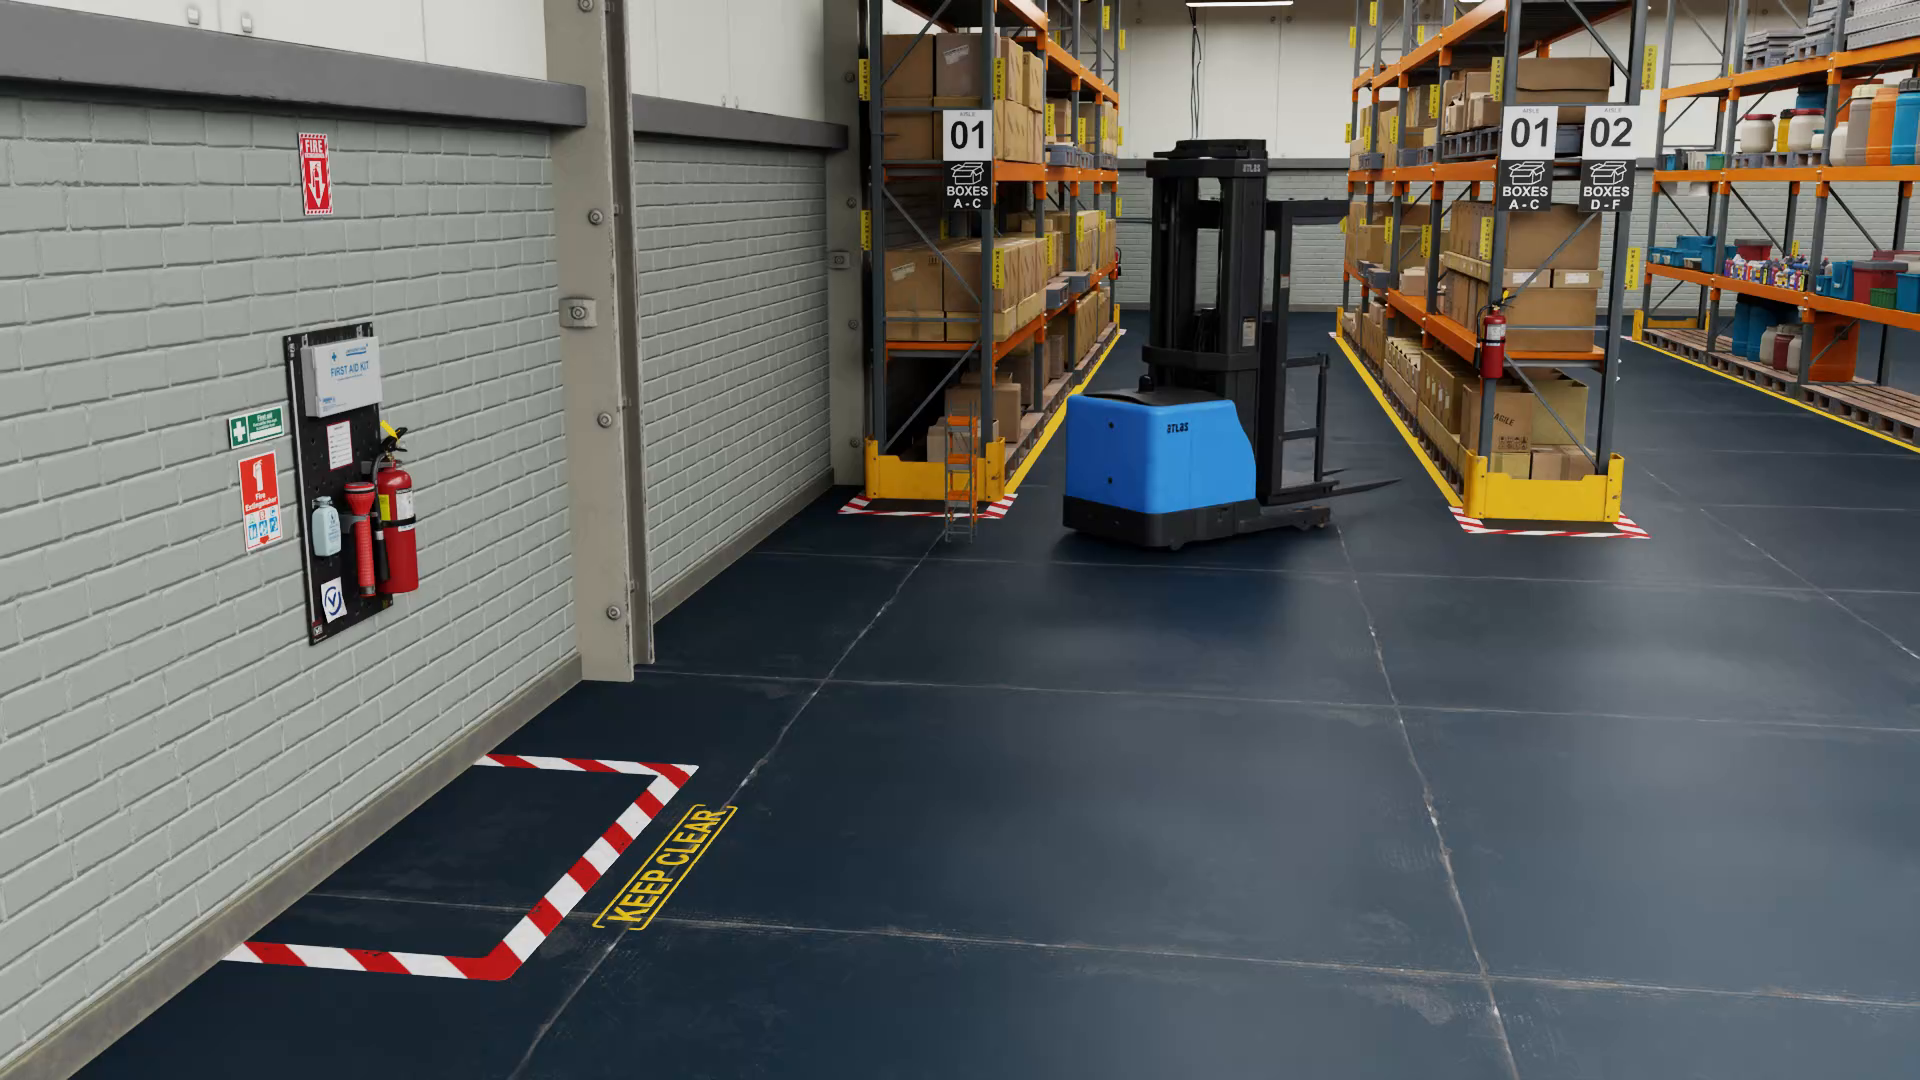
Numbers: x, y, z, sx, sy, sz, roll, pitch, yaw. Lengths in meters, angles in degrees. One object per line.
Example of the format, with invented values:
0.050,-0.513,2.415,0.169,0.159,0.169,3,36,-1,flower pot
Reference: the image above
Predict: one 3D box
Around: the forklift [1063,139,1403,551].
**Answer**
2.264,-1.582,12.878,3.031,2.935,1.130,-9,15,-36,forklift

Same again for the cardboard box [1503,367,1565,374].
5.206,-1.309,15.197,0.500,0.500,0.500,2,12,9,cardboard box

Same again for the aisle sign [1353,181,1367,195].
6.851,-6.290,28.388,0.394,0.787,0.004,2,12,9,aisle sign

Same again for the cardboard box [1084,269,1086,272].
1.609,-3.867,23.864,0.380,0.149,0.250,2,12,7,cardboard box

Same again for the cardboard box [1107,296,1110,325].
2.227,-3.989,28.821,0.700,0.500,0.500,2,12,9,cardboard box

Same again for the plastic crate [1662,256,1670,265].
11.426,-4.488,26.684,0.250,0.136,0.298,2,12,9,plastic crate

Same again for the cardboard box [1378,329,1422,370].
5.812,-2.525,21.981,0.500,0.500,0.500,2,12,11,cardboard box

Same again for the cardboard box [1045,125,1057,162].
0.714,-4.749,19.999,0.797,0.503,0.637,4,13,17,cardboard box

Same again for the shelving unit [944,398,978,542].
0.008,-0.524,12.434,0.215,1.050,0.252,2,12,9,shelving unit

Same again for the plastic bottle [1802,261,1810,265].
11.535,-3.667,22.684,0.152,0.276,0.135,2,12,9,plastic bottle

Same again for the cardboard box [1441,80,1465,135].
4.947,-4.190,16.129,0.500,0.500,0.500,3,13,13,cardboard box

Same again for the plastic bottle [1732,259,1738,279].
10.896,-3.803,23.327,0.097,0.271,0.097,0,12,0,plastic bottle

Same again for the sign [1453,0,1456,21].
7.065,-7.613,23.864,0.100,0.325,0.005,2,12,9,sign

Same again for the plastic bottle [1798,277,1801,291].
10.471,-3.193,20.661,0.097,0.201,0.097,0,12,0,plastic bottle

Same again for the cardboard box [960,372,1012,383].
0.270,-1.433,16.911,0.500,0.500,0.500,1,12,4,cardboard box

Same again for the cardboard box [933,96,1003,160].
0.073,-3.411,13.795,0.500,0.500,0.500,2,12,10,cardboard box

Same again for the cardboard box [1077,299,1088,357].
1.389,-2.975,23.284,0.750,0.750,0.750,2,12,8,cardboard box

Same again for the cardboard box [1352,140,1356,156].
6.711,-6.430,27.260,0.500,0.250,0.500,2,12,9,cardboard box

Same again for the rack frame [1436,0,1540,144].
5.285,-5.430,16.329,1.000,3.000,0.127,2,12,9,rack frame

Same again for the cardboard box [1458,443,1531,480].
4.461,-0.647,13.905,0.500,0.250,0.500,2,12,9,cardboard box

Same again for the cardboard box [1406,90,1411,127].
6.131,-5.637,21.799,0.500,0.500,0.500,2,12,9,cardboard box

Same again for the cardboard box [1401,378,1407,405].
5.220,-1.666,18.633,0.500,0.250,0.500,2,12,10,cardboard box

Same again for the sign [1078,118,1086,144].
1.541,-5.191,21.112,0.100,0.325,0.005,2,12,9,sign

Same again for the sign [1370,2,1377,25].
5.982,-7.612,24.049,0.100,0.325,0.005,2,12,9,sign

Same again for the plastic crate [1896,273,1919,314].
10.041,-2.568,17.327,0.392,0.384,0.575,2,12,9,plastic crate

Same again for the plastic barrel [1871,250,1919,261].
11.022,-3.129,19.568,0.600,0.536,0.708,2,12,9,plastic barrel

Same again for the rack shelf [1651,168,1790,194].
11.717,-5.532,25.632,1.077,0.370,4.000,2,12,9,rack shelf

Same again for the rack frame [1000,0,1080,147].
1.005,-6.422,20.934,1.000,3.000,0.127,2,12,9,rack frame

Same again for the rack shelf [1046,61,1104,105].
1.313,-6.292,22.984,1.077,0.370,4.000,2,12,9,rack shelf

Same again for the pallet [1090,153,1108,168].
1.757,-5.915,25.912,1.003,0.211,1.213,2,12,9,pallet

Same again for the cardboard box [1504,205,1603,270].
4.763,-2.455,13.450,0.700,0.500,0.500,2,12,9,cardboard box

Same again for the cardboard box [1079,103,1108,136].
2.007,-6.475,25.642,0.500,0.500,0.500,2,12,8,cardboard box

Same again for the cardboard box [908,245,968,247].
-0.200,-2.445,15.245,0.500,0.500,0.500,2,12,7,cardboard box

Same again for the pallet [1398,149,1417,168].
5.884,-4.560,19.860,1.213,0.211,1.003,2,12,11,pallet

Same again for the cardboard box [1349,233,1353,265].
6.648,-4.748,27.169,0.500,0.500,0.500,2,12,8,cardboard box

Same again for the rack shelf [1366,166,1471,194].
6.208,-4.861,22.517,1.077,0.370,4.000,2,12,9,rack shelf

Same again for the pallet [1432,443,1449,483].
4.936,-0.715,15.311,1.003,0.211,1.213,2,12,9,pallet

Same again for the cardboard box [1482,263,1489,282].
4.660,-2.276,14.159,0.380,0.149,0.250,2,12,9,cardboard box

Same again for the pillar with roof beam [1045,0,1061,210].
6.050,-8.538,30.752,9.100,9.000,0.400,2,12,9,pillar with roof beam

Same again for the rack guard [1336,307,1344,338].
7.119,-3.758,28.742,1.175,0.500,0.348,2,12,9,rack guard

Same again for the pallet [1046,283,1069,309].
0.651,-2.718,18.439,1.003,0.211,1.213,2,12,9,pallet

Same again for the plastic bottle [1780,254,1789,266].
11.449,-3.780,23.030,0.144,0.351,0.185,2,12,9,plastic bottle

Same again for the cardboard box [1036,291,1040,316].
0.532,-2.382,16.733,0.500,0.250,0.500,2,12,9,cardboard box

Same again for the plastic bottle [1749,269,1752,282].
10.775,-3.604,22.569,0.097,0.201,0.097,0,12,0,plastic bottle

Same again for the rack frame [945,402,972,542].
-0.011,-0.499,12.317,0.200,1.050,0.008,2,12,9,rack frame

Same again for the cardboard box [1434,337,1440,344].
6.063,-2.348,20.468,0.500,0.311,0.500,2,12,10,cardboard box

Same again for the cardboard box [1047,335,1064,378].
0.946,-2.331,21.080,0.700,0.500,0.500,2,12,9,cardboard box

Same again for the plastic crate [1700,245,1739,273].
11.144,-4.131,24.438,0.392,0.384,0.575,2,12,9,plastic crate

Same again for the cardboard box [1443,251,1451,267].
5.053,-2.814,16.652,0.380,0.149,0.250,2,12,9,cardboard box

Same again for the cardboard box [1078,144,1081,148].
1.355,-5.755,23.676,0.700,0.500,0.500,2,12,8,cardboard box

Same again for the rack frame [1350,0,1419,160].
7.131,-7.928,27.920,1.000,3.000,0.127,2,12,9,rack frame

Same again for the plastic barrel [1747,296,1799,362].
11.200,-2.921,22.910,0.600,0.901,0.708,2,12,9,plastic barrel

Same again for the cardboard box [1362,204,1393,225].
6.338,-4.814,25.100,0.500,0.500,0.500,2,12,9,cardboard box

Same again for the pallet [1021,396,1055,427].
0.508,-1.456,18.748,1.003,0.211,1.213,2,12,9,pallet

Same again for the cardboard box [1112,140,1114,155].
2.306,-6.533,27.688,0.500,0.250,0.500,1,12,7,cardboard box

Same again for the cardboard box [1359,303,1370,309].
6.800,-3.549,26.721,0.797,0.503,0.637,2,12,9,cardboard box

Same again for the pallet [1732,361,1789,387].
11.064,-2.224,22.313,1.003,0.211,1.213,2,12,9,pallet
